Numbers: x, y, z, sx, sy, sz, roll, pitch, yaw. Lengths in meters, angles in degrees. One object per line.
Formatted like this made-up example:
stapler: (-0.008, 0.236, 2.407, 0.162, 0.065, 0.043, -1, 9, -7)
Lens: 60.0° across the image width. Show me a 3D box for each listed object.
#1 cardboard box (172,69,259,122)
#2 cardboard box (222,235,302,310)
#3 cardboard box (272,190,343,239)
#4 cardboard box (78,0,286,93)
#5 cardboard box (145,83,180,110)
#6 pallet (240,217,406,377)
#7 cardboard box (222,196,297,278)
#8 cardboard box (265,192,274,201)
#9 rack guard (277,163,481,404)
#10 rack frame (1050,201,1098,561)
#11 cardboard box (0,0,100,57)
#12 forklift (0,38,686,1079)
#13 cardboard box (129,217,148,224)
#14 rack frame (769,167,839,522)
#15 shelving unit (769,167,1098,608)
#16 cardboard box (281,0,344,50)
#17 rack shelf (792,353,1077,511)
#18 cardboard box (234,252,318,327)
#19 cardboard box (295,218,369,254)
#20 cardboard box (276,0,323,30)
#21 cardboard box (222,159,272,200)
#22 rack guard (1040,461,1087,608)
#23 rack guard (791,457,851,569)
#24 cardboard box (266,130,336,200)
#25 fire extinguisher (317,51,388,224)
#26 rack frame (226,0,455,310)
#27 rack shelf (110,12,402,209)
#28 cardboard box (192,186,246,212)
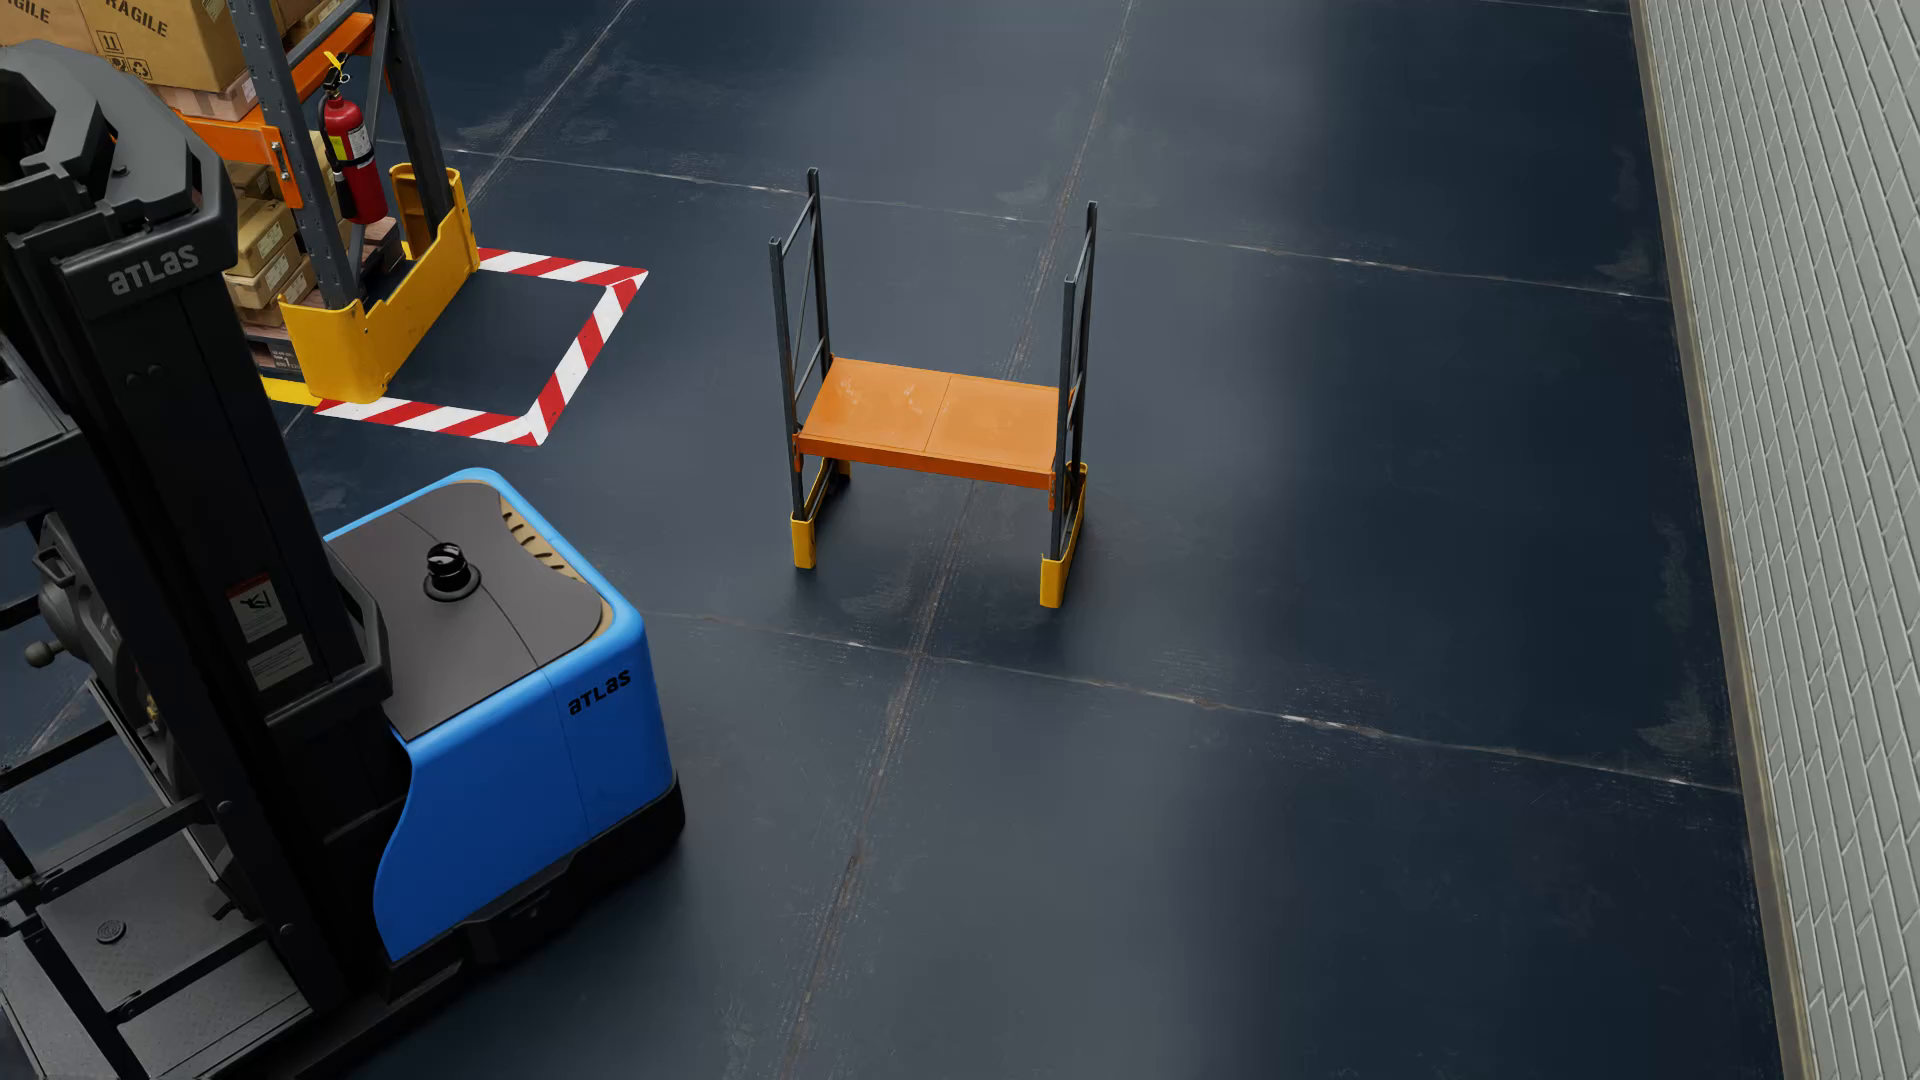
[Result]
cardboard box: (-2.940, -1.852, 6.692, 0.250, 0.149, 0.380, 9, 45, 9)
cardboard box: (-3.138, -1.202, 7.375, 0.250, 0.149, 0.380, 8, 44, 8)
cardboard box: (-3.015, -1.569, 7.755, 0.250, 0.149, 0.380, 11, 45, 11)
cardboard box: (-3.055, -2.121, 6.504, 0.500, 0.500, 0.500, 10, 45, 10)
cardboard box: (-3.175, -1.915, 6.758, 0.250, 0.149, 0.380, 9, 45, 9)
pallet: (-3.419, -1.238, 7.884, 1.213, 0.211, 1.003, 9, 45, 9)
cardboard box: (-3.132, -1.332, 7.294, 0.250, 0.149, 0.380, 9, 45, 10)
cardboard box: (-3.270, -1.648, 7.838, 0.250, 0.149, 0.380, 9, 45, 9)
rack guard: (-2.634, -1.195, 7.631, 0.348, 0.500, 1.175, 9, 45, 9)
rack frame: (0.413, -0.476, 6.163, 0.032, 1.500, 0.500, 9, 45, 9)
cardboard box: (-3.556, -2.203, 6.589, 0.500, 0.500, 0.500, 8, 45, 8)
forklift: (-2.377, 0.375, 4.247, 3.031, 2.935, 1.130, -31, 52, -28)
cardboard box: (-3.645, -1.362, 7.326, 0.250, 0.149, 0.380, 8, 44, 8)
rack frame: (-0.579, -0.630, 6.323, 0.032, 1.500, 0.500, 9, 45, 9)
shelving unit: (-0.074, -0.552, 6.242, 1.083, 1.500, 0.587, 9, 45, 9)
cardboard box: (-2.805, -2.265, 7.121, 0.250, 0.149, 0.380, 8, 45, 9)
rack shelf: (-0.083, -0.424, 6.368, 1.000, 0.185, 0.538, 9, 45, 9)
cardboard box: (-3.119, -1.147, 7.532, 0.250, 0.149, 0.380, 10, 45, 10)
cardboard box: (-3.002, -1.505, 7.903, 0.250, 0.149, 0.380, 10, 45, 10)
cardboard box: (-2.938, -2.483, 6.880, 0.500, 0.500, 0.500, 11, 45, 11)
cardboard box: (-3.293, -1.692, 7.669, 0.250, 0.149, 0.380, 10, 45, 10)
rack guard: (0.412, -0.026, 6.597, 0.087, 0.250, 0.587, 9, 45, 9)
rack guard: (-0.560, -0.177, 6.754, 0.087, 0.250, 0.587, 9, 45, 9)
cardboard box: (-2.997, -1.732, 7.711, 0.250, 0.149, 0.380, 7, 44, 7)
fire extinguisher: (-2.415, -1.572, 6.545, 0.183, 0.674, 0.296, 9, 45, 9)
rack frame: (-2.560, -2.084, 6.753, 0.127, 3.000, 1.000, 9, 45, 9)
rack shelf: (-4.512, -2.128, 7.317, 4.000, 0.370, 1.077, 9, 45, 9)
cardboard box: (-3.365, -1.408, 7.374, 0.250, 0.149, 0.380, 10, 45, 10)
